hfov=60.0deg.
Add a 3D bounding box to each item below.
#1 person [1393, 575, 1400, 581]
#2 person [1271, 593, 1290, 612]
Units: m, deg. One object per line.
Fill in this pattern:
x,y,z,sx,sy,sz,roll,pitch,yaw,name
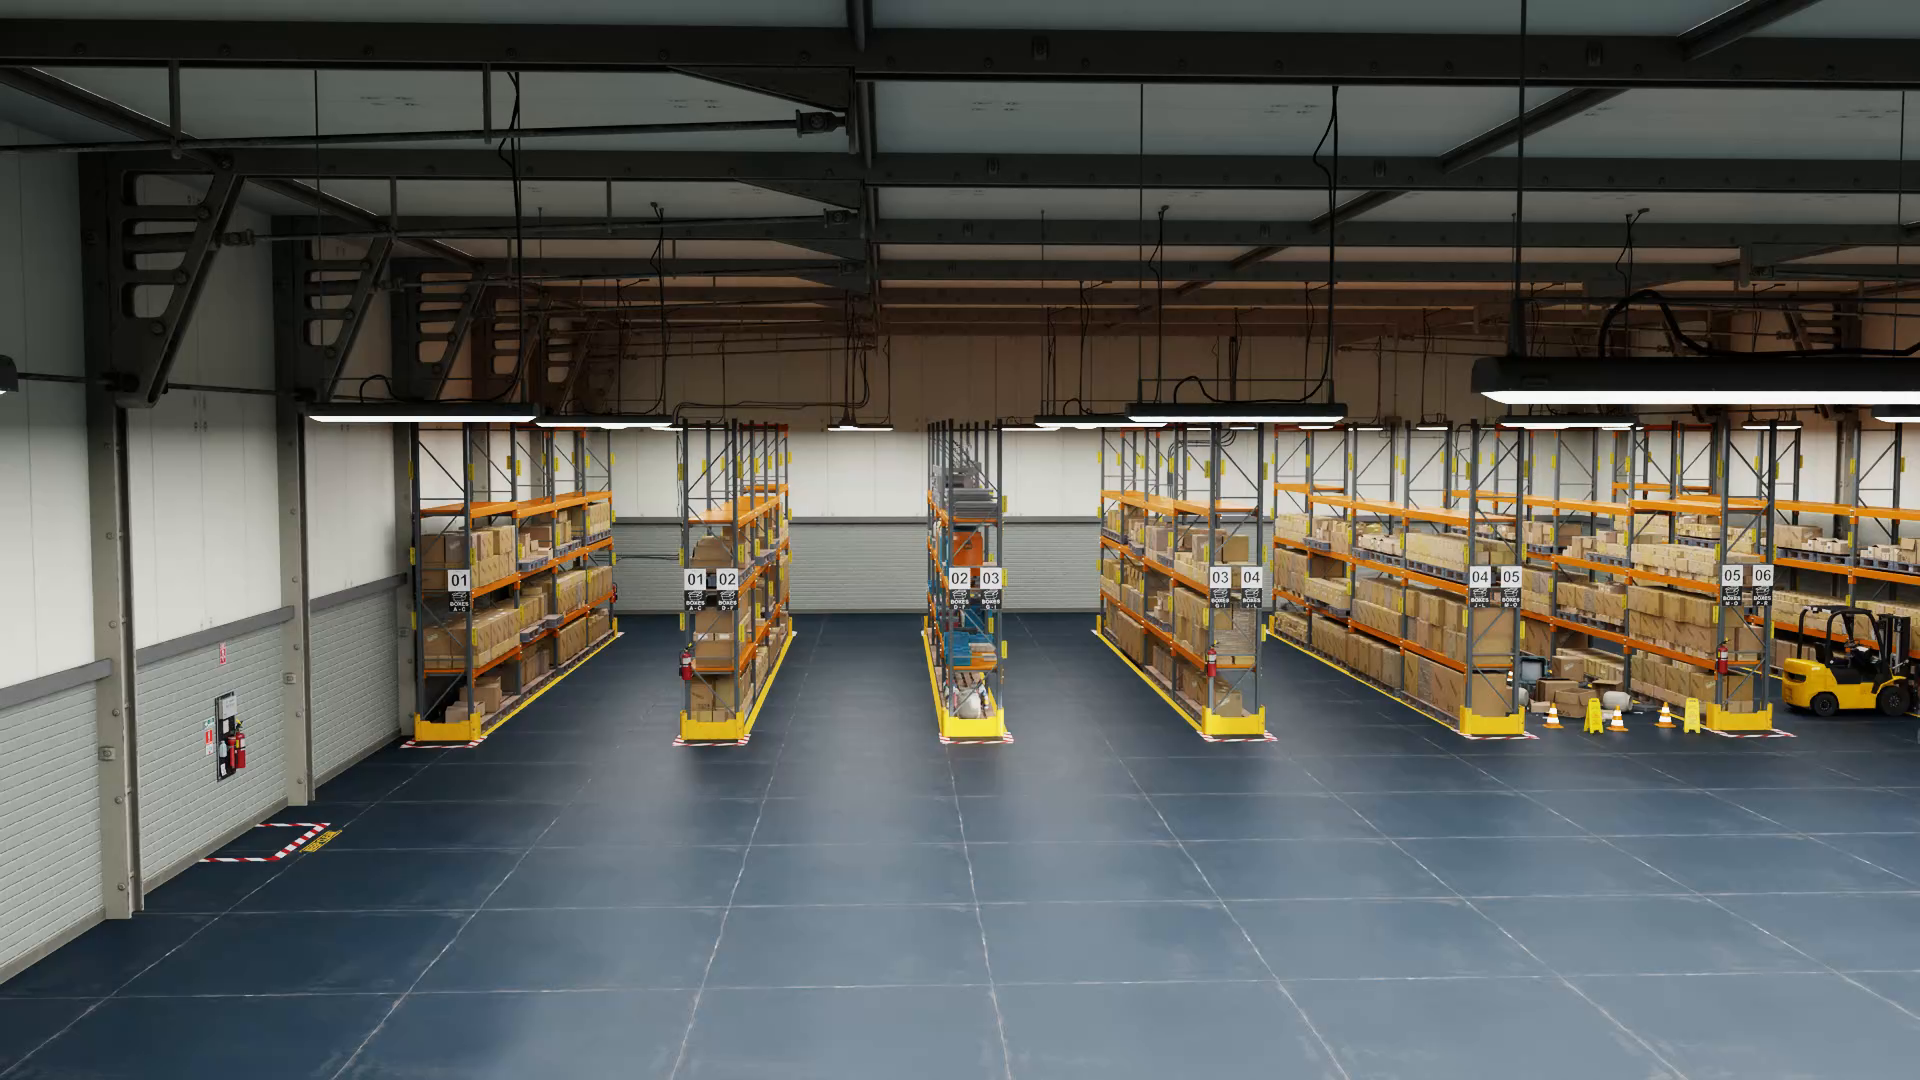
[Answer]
12.873,1.695,49.296,0.675,1.784,0.645,0,4,-5,person
9.479,1.783,48.676,0.696,1.609,0.589,0,4,-6,person
